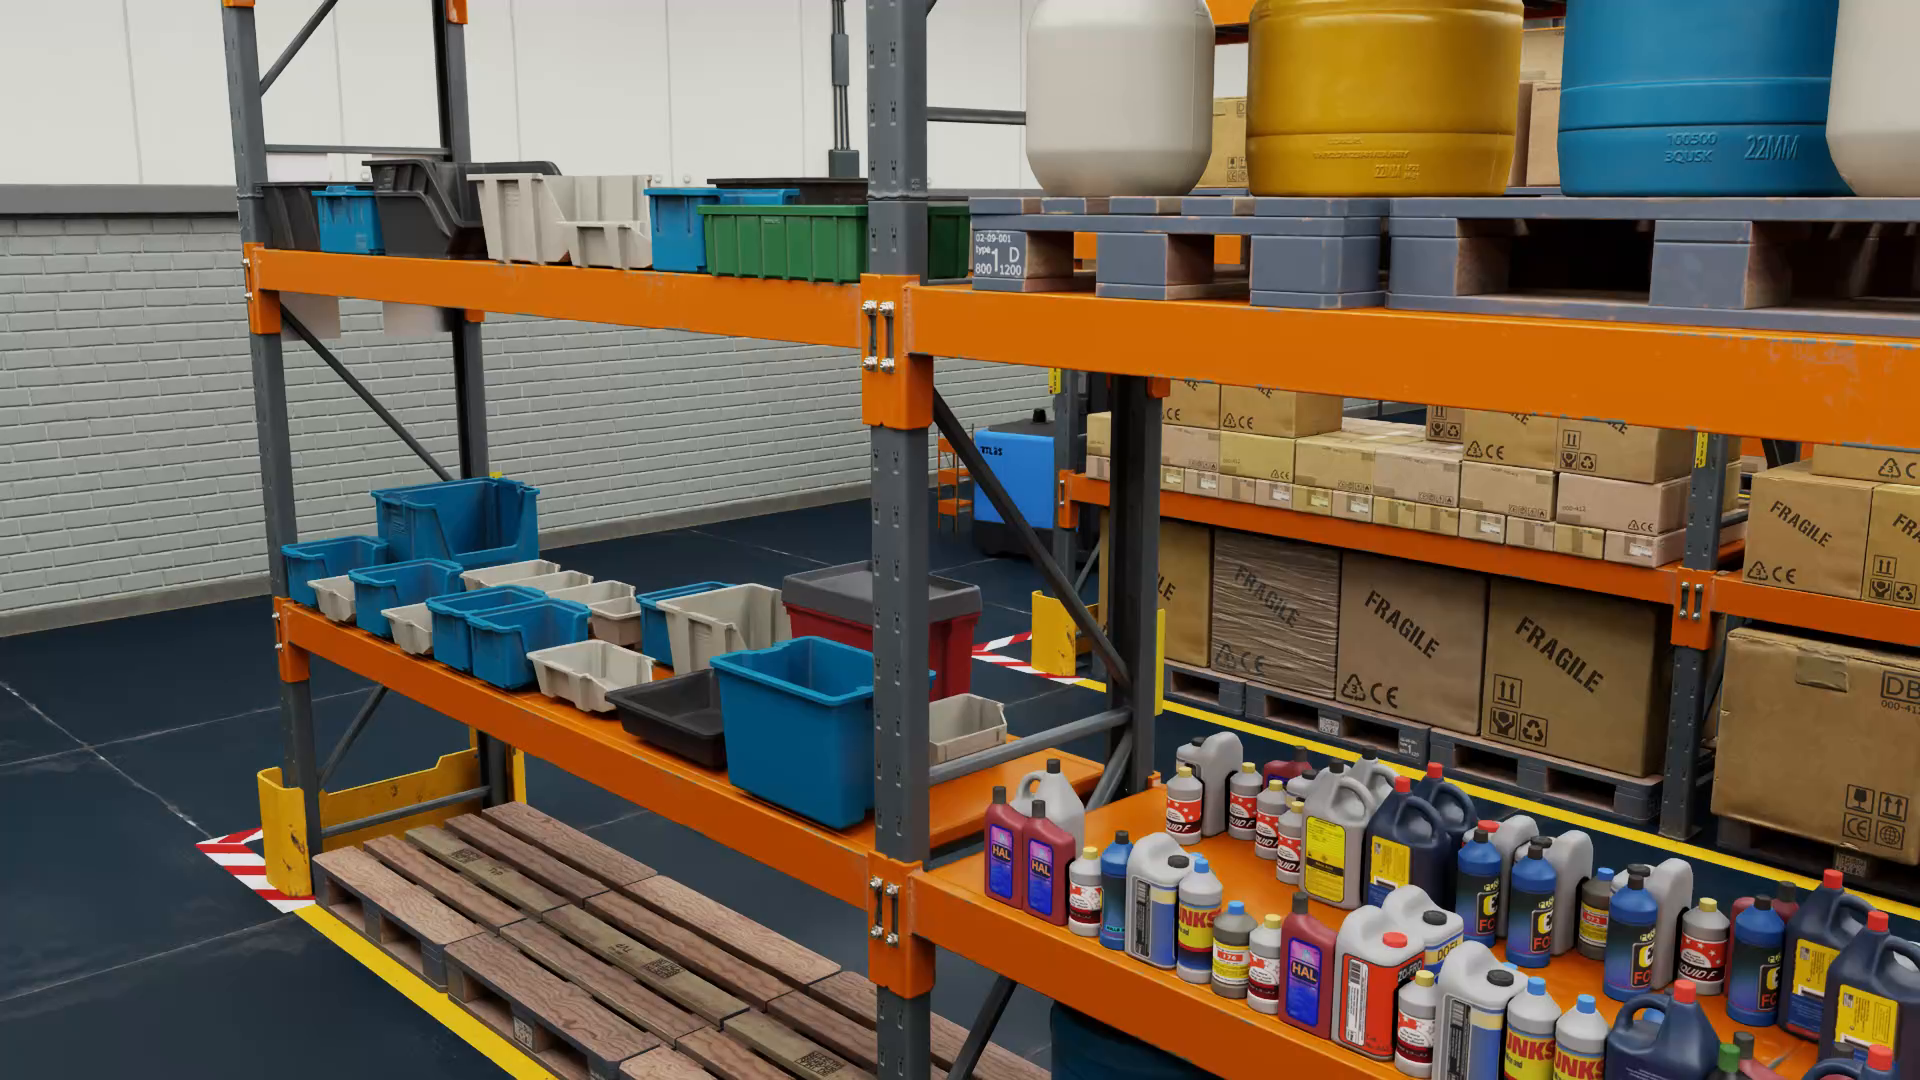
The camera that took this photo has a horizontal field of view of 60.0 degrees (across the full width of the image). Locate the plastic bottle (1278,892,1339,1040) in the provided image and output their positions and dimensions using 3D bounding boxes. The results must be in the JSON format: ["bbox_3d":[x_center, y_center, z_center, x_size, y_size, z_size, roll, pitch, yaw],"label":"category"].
[{"bbox_3d":[0.736,0.885,3.473,0.061,0.283,0.133,-11,16,-43],"label":"plastic bottle"}]

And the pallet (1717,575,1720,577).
[{"bbox_3d":[6.081,0.313,12.869,1.003,0.211,1.213,-11,16,-43],"label":"pallet"}]

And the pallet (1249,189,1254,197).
[{"bbox_3d":[2.364,-1.830,9.145,1.003,0.211,1.213,-11,16,-43],"label":"pallet"}]

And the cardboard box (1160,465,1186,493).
[{"bbox_3d":[1.359,-0.394,10.011,0.250,0.149,0.380,11,16,44],"label":"cardboard box"}]

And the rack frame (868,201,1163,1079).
[{"bbox_3d":[0.178,0.585,4.638,1.000,3.000,0.127,-11,16,-43],"label":"rack frame"}]

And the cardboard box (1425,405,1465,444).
[{"bbox_3d":[2.917,-0.798,9.130,0.500,0.500,0.500,11,16,43],"label":"cardboard box"}]

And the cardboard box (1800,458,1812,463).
[{"bbox_3d":[4.280,-0.124,7.832,0.500,0.500,0.500,-11,16,-42],"label":"cardboard box"}]

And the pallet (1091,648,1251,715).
[{"bbox_3d":[1.606,0.783,10.590,1.003,0.211,1.213,-11,16,-43],"label":"pallet"}]

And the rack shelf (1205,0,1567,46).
[{"bbox_3d":[2.379,-2.787,8.913,1.077,0.370,4.000,-11,16,-43],"label":"rack shelf"}]

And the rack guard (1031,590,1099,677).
[{"bbox_3d":[0.981,0.532,11.091,1.175,0.500,0.348,-11,16,-43],"label":"rack guard"}]

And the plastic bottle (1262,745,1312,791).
[{"bbox_3d":[0.876,0.682,4.457,0.061,0.283,0.133,-11,16,-43],"label":"plastic bottle"}]

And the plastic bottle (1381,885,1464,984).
[{"bbox_3d":[0.971,0.880,3.512,0.152,0.276,0.135,-11,16,-43],"label":"plastic bottle"}]

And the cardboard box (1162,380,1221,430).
[{"bbox_3d":[1.479,-0.948,9.855,0.500,0.500,0.500,11,16,44],"label":"cardboard box"}]

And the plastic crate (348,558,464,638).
[{"bbox_3d":[-2.198,0.232,6.619,0.416,0.233,0.300,-11,16,-43],"label":"plastic crate"}]

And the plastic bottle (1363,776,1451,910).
[{"bbox_3d":[1.073,0.745,3.985,0.144,0.351,0.185,-11,16,-43],"label":"plastic bottle"}]

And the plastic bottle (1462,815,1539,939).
[{"bbox_3d":[1.284,0.785,3.974,0.152,0.276,0.135,-11,16,-43],"label":"plastic bottle"}]

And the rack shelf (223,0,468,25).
[{"bbox_3d":[-1.203,-2.097,5.563,1.077,0.370,4.000,-11,16,-43],"label":"rack shelf"}]

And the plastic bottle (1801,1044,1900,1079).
[{"bbox_3d":[1.483,0.998,2.758,0.144,0.351,0.185,-11,16,-43],"label":"plastic bottle"}]

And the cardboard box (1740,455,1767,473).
[{"bbox_3d":[8.693,-0.938,17.341,0.875,0.438,0.875,11,16,43],"label":"cardboard box"}]

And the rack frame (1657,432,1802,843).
[{"bbox_3d":[3.760,-0.105,7.988,1.000,3.000,0.127,-11,16,-43],"label":"rack frame"}]

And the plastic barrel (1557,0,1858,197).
[{"bbox_3d":[1.467,-1.108,3.137,0.600,0.901,0.708,-11,16,-43],"label":"plastic barrel"}]

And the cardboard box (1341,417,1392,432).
[{"bbox_3d":[2.226,-0.579,9.923,0.500,0.250,0.500,11,16,43],"label":"cardboard box"}]

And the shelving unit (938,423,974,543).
[{"bbox_3d":[-0.037,-0.522,14.843,0.215,1.050,0.252,-11,16,-43],"label":"shelving unit"}]

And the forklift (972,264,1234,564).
[{"bbox_3d":[1.623,-1.234,13.638,3.031,2.935,1.130,7,14,32],"label":"forklift"}]

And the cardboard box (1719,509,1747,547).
[{"bbox_3d":[3.796,-0.072,8.448,0.380,0.149,0.250,-11,16,-42],"label":"cardboard box"}]

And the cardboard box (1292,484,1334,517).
[{"bbox_3d":[2.067,-0.244,9.284,0.250,0.149,0.380,11,16,44],"label":"cardboard box"}]

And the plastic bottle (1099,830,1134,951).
[{"bbox_3d":[0.375,0.809,3.870,0.097,0.271,0.097,0,12,0],"label":"plastic bottle"}]

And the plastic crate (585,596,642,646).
[{"bbox_3d":[-1.273,0.317,6.444,0.298,0.136,0.250,-11,16,-43],"label":"plastic crate"}]

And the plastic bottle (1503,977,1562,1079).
[{"bbox_3d":[1.082,0.958,3.145,0.097,0.271,0.097,0,12,0],"label":"plastic bottle"}]

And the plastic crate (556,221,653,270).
[{"bbox_3d":[-0.976,-0.888,5.006,0.293,0.136,0.466,-11,16,-43],"label":"plastic crate"}]

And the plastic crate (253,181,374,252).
[{"bbox_3d":[-2.520,-1.309,6.721,0.497,0.269,0.590,-11,16,-43],"label":"plastic crate"}]

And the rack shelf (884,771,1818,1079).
[{"bbox_3d":[1.559,1.229,3.294,1.077,0.370,4.000,-11,16,-43],"label":"rack shelf"}]

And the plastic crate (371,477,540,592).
[{"bbox_3d":[-2.218,-0.023,7.351,0.616,0.435,0.499,-11,16,-43],"label":"plastic crate"}]

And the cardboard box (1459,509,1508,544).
[{"bbox_3d":[2.780,-0.094,8.555,0.380,0.149,0.250,-11,16,-42],"label":"cardboard box"}]

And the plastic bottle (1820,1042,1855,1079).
[{"bbox_3d":[1.539,1.012,2.853,0.061,0.283,0.133,-11,16,-43],"label":"plastic bottle"}]

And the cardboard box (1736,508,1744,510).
[{"bbox_3d":[5.937,-0.130,12.657,0.380,0.149,0.250,-11,16,-42],"label":"cardboard box"}]

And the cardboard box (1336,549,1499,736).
[{"bbox_3d":[2.740,0.491,9.320,0.875,0.875,0.875,-11,16,-43],"label":"cardboard box"}]

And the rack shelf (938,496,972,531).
[{"bbox_3d":[-0.037,-0.239,14.902,0.215,0.259,0.240,-11,16,-43],"label":"rack shelf"}]

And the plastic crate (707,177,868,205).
[{"bbox_3d":[-0.482,-1.040,5.414,0.497,0.269,0.590,-11,16,-43],"label":"plastic crate"}]

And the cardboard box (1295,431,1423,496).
[{"bbox_3d":[2.206,-0.429,9.196,0.500,0.250,0.500,-11,16,-44],"label":"cardboard box"}]

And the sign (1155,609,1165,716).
[{"bbox_3d":[0.577,0.373,4.981,0.100,0.325,0.005,-11,16,-43],"label":"sign"}]

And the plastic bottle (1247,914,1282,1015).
[{"bbox_3d":[0.669,0.906,3.575,0.097,0.201,0.097,0,12,0],"label":"plastic bottle"}]

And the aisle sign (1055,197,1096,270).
[{"bbox_3d":[0.731,-1.931,10.408,0.394,0.787,0.004,-11,16,-43],"label":"aisle sign"}]

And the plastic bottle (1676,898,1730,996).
[{"bbox_3d":[1.637,0.888,3.659,0.097,0.201,0.097,0,12,0],"label":"plastic bottle"}]

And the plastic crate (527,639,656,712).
[{"bbox_3d":[-1.242,0.473,5.689,0.293,0.136,0.466,-11,16,-43],"label":"plastic crate"}]

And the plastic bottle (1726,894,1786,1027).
[{"bbox_3d":[1.685,0.882,3.516,0.097,0.271,0.097,0,12,0],"label":"plastic bottle"}]

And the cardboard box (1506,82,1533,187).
[{"bbox_3d":[2.808,-2.063,8.521,0.700,0.500,0.500,-10,15,-40],"label":"cardboard box"}]
